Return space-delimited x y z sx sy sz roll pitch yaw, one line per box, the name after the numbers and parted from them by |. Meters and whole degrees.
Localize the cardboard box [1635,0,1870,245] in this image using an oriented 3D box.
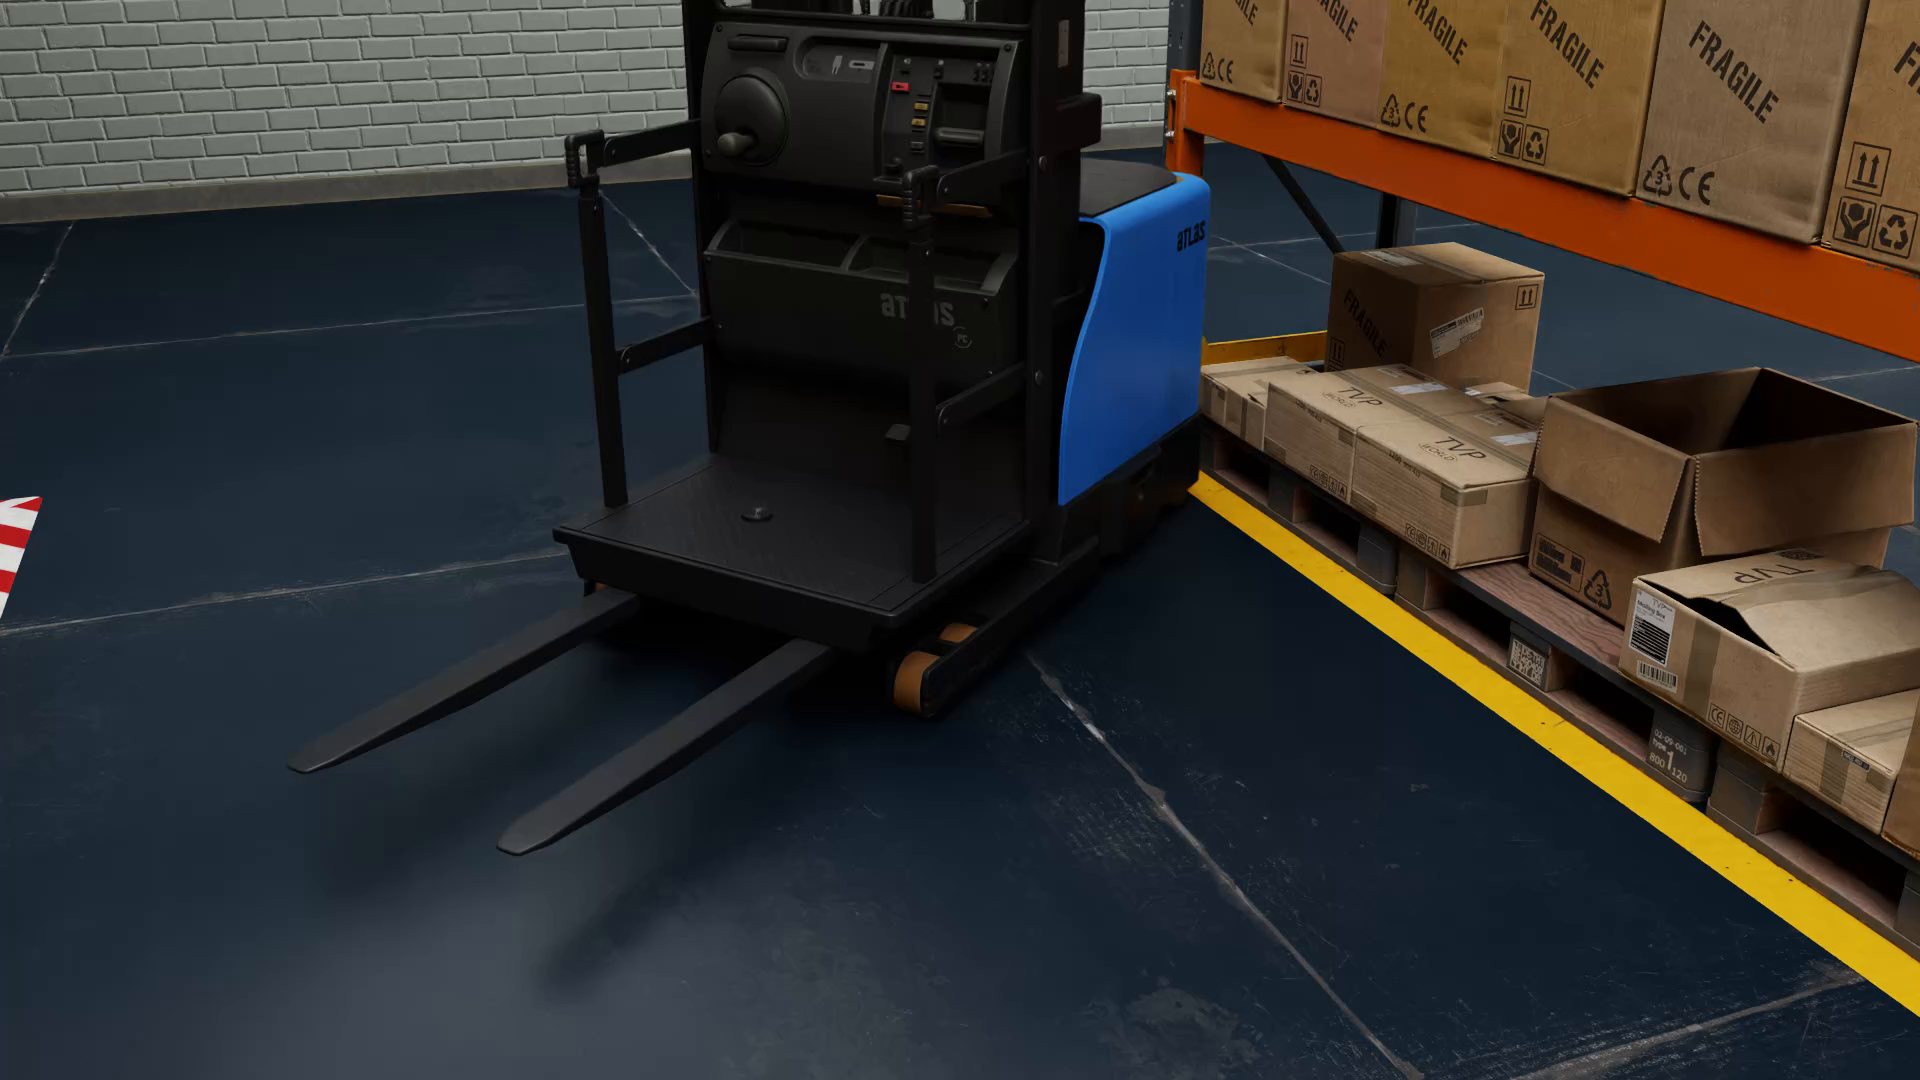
1.820 -0.933 3.472 0.500 0.500 0.500 -8 24 -18 | cardboard box

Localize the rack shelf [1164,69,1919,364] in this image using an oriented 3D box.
1.897 -0.762 4.122 1.077 0.370 4.000 -8 24 -19 | rack shelf

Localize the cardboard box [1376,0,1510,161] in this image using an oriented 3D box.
1.462 -1.299 4.341 0.500 0.500 0.500 -8 24 -19 | cardboard box

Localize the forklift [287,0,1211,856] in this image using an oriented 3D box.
-0.381 -1.107 4.102 1.130 2.935 3.031 13 26 28 | forklift

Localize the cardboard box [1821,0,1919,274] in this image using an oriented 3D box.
2.003 -0.746 3.030 0.500 0.500 0.500 -8 24 -17 | cardboard box

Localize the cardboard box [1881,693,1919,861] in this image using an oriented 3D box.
2.137 0.414 3.057 0.500 0.500 0.500 -8 24 -19 | cardboard box

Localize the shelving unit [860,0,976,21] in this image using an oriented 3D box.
-0.113 -1.441 5.965 0.503 2.100 0.431 9 25 21 | shelving unit

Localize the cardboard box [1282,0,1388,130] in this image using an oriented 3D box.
1.288 -1.482 4.775 0.500 0.500 0.500 -9 24 -20 | cardboard box

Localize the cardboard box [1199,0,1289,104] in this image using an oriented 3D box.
1.100 -1.669 5.218 0.500 0.500 0.500 -8 24 -18 | cardboard box

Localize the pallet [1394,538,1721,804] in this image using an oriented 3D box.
1.927 0.225 4.445 1.003 0.211 1.213 -8 24 -19 | pallet

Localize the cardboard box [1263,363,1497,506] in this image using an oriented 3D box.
1.294 -0.337 5.162 0.500 0.250 0.500 -8 24 -19 | cardboard box

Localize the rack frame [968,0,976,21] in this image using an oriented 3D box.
0.112 -1.404 5.877 0.015 2.100 0.400 9 25 21 | rack frame

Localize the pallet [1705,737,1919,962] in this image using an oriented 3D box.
2.362 0.669 3.392 1.003 0.211 1.213 -8 24 -19 | pallet

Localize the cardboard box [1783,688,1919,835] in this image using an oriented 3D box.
1.948 0.448 3.428 0.380 0.149 0.250 -8 24 -19 | cardboard box

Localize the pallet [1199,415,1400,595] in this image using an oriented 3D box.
1.500 -0.218 5.495 1.003 0.211 1.213 -8 24 -19 | pallet

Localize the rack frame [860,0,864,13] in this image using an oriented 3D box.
-0.337 -1.478 6.054 0.015 2.100 0.400 9 25 21 | rack frame

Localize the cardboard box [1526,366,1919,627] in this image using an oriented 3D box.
1.935 -0.101 4.275 0.797 0.503 0.637 -8 24 -19 | cardboard box

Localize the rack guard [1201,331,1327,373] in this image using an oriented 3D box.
1.217 -0.640 6.126 1.175 0.500 0.348 -8 24 -19 | rack guard

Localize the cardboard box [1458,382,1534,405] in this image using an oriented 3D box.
1.672 -0.394 5.404 0.380 0.166 0.250 -8 24 -19 | cardboard box

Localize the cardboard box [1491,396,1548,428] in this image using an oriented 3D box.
1.920 -0.243 4.937 0.500 0.250 0.500 -8 24 -19 | cardboard box

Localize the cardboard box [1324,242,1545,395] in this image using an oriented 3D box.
1.613 -0.707 5.717 0.500 0.500 0.500 -8 24 -19 | cardboard box

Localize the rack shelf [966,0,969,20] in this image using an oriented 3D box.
-0.112 -2.073 5.699 0.480 0.518 0.431 9 25 21 | rack shelf

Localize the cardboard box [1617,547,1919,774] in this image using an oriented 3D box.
1.872 0.229 3.740 0.500 0.311 0.500 -8 24 -19 | cardboard box

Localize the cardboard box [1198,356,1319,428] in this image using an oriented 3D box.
1.017 -0.510 5.701 0.380 0.149 0.250 -8 24 -19 | cardboard box

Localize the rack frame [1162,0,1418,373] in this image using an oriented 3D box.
1.190 -1.820 5.706 1.000 3.000 0.127 -8 24 -19 | rack frame

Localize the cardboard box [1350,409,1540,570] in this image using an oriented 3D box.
1.470 -0.156 4.731 0.500 0.250 0.500 -8 24 -19 | cardboard box

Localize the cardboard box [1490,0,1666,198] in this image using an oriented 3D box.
1.637 -1.117 3.910 0.500 0.500 0.500 -8 24 -18 | cardboard box

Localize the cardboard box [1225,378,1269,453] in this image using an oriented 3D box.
1.105 -0.427 5.482 0.380 0.166 0.250 -8 24 -19 | cardboard box
